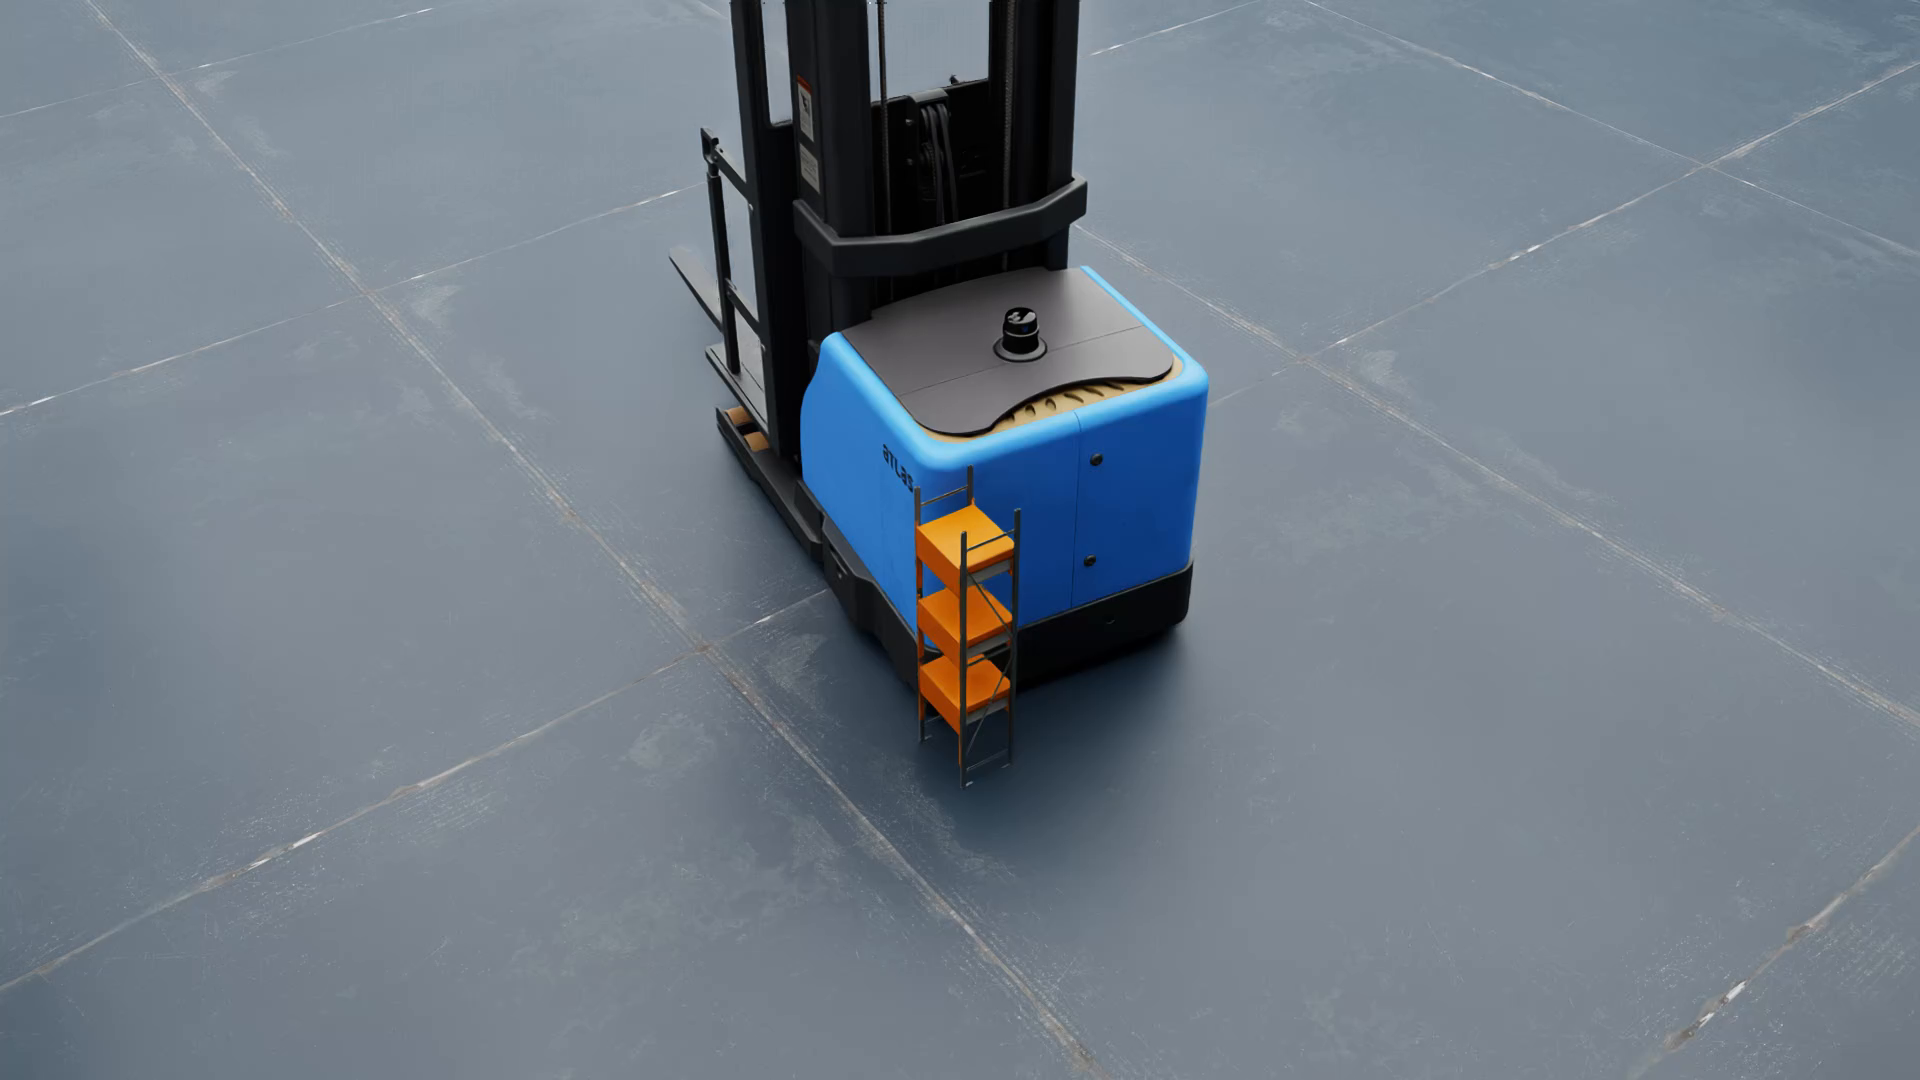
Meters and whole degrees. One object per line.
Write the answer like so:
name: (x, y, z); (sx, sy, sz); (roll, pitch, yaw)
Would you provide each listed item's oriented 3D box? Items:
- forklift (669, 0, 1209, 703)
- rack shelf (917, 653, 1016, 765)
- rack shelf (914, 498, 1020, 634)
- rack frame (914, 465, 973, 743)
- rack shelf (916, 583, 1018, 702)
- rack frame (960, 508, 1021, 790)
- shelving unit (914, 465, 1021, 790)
forklift: (-0.321, -1.513, 5.783); (1.130, 2.935, 3.031); (-18, 43, -21)
rack shelf: (0.020, 0.509, 5.256); (0.215, 0.259, 0.240); (-22, 44, -25)
rack shelf: (0.020, 0.075, 4.899); (0.215, 0.259, 0.240); (-22, 44, -25)
rack frame: (-0.046, 0.221, 5.152); (0.200, 1.050, 0.008); (-22, 44, -25)
rack shelf: (0.020, 0.294, 5.080); (0.215, 0.259, 0.240); (-22, 44, -25)
rack frame: (0.087, 0.351, 4.994); (0.200, 1.050, 0.008); (-22, 44, -25)
shelving unit: (0.020, 0.286, 5.073); (0.215, 1.050, 0.252); (-22, 44, -25)
